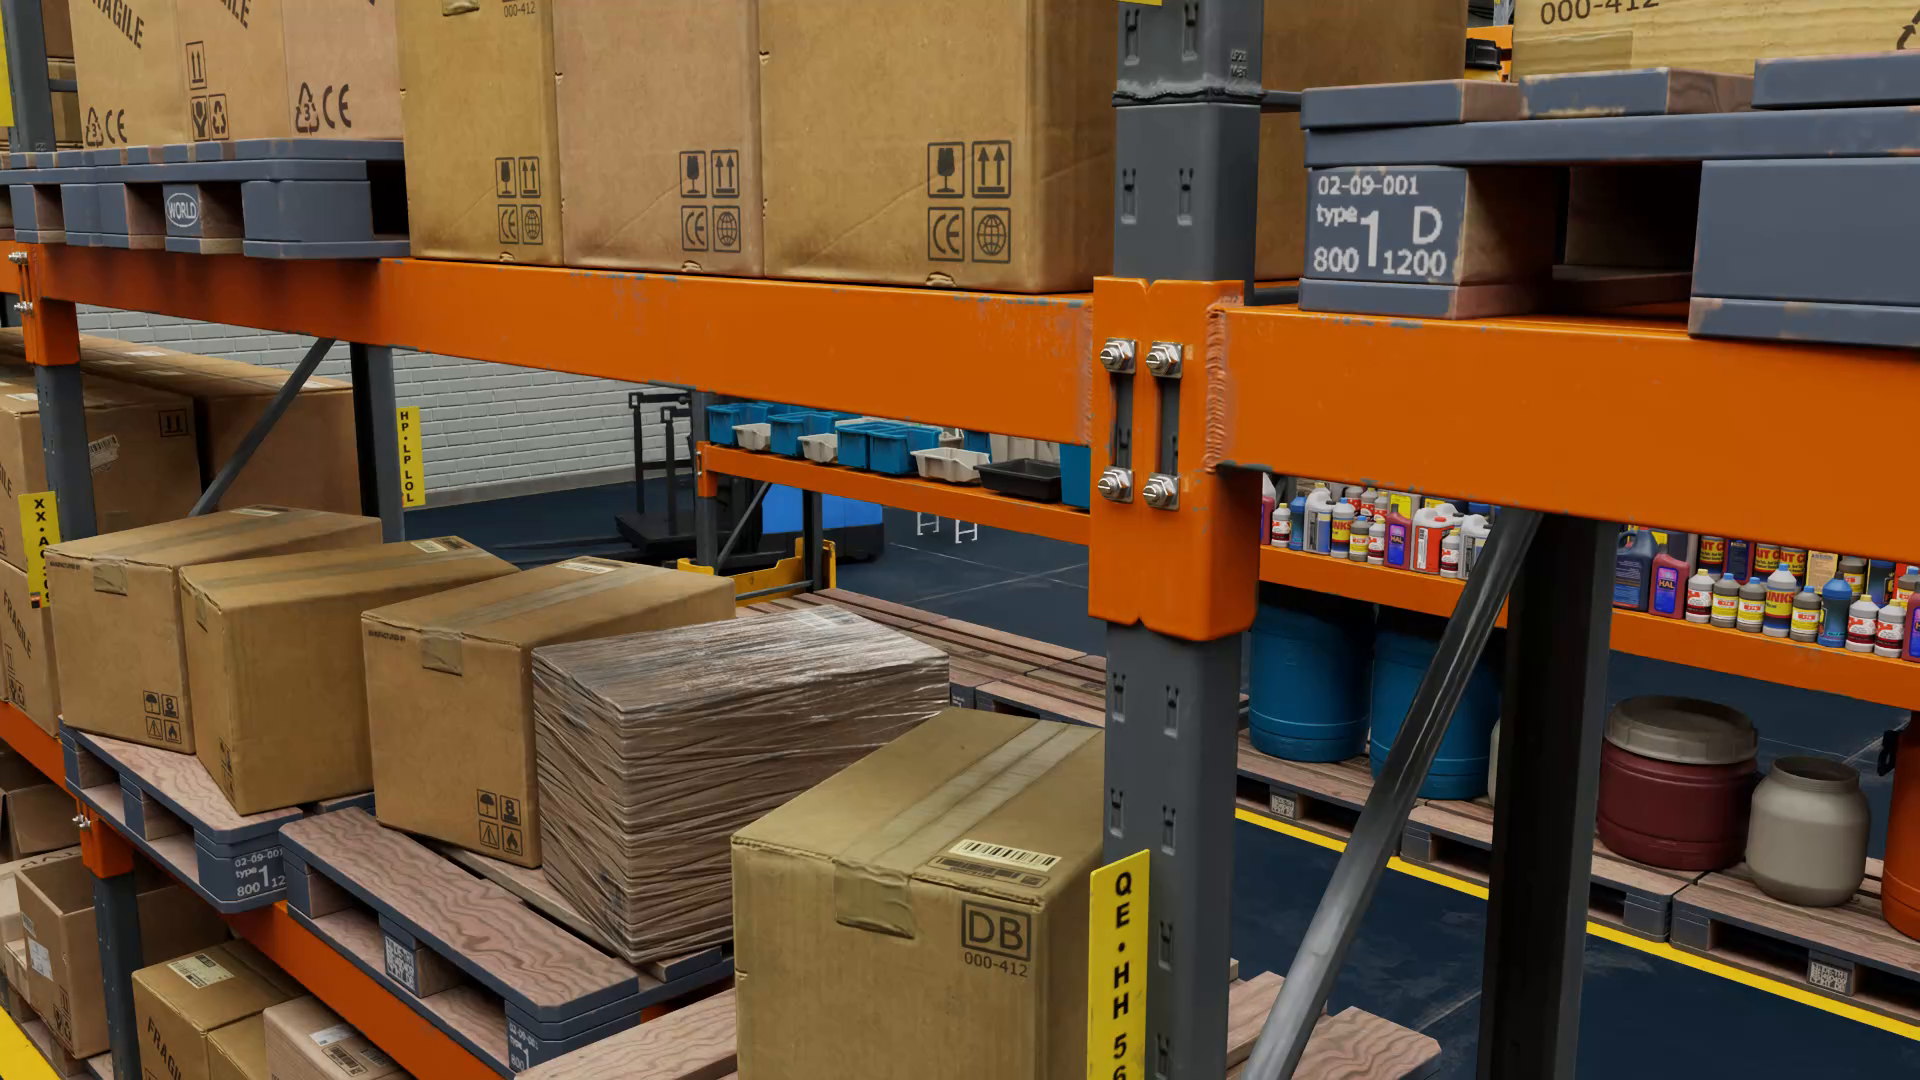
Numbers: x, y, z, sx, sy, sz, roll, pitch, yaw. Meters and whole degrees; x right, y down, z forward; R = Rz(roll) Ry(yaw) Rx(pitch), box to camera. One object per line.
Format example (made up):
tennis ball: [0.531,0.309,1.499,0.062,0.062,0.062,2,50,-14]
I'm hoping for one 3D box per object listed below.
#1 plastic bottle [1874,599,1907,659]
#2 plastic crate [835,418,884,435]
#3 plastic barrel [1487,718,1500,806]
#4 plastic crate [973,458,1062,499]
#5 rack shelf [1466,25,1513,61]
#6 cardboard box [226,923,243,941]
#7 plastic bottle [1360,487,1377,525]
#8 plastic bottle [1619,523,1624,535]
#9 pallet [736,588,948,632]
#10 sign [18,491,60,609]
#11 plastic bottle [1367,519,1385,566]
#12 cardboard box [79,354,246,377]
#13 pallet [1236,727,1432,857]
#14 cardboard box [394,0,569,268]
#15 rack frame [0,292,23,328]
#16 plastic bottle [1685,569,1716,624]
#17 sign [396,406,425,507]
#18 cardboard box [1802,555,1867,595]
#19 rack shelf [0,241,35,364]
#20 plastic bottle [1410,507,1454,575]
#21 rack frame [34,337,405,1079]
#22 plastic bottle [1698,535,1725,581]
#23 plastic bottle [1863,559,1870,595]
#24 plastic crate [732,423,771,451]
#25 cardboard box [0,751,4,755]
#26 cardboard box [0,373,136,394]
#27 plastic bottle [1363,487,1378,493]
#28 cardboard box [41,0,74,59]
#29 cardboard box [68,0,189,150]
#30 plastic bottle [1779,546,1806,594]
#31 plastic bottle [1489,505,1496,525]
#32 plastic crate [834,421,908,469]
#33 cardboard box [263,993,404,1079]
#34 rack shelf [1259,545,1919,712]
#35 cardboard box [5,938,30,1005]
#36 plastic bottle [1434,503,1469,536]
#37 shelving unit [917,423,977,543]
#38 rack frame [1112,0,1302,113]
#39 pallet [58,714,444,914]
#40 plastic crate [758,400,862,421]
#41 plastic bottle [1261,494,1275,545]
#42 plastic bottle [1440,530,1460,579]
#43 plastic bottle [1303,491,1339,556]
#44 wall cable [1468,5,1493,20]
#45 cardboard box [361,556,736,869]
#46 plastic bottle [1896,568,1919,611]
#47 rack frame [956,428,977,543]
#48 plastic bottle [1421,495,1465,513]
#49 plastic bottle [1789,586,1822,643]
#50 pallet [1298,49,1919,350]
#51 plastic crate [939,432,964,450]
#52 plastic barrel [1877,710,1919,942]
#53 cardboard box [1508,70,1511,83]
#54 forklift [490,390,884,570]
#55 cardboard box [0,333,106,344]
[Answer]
plastic bottle: [3.334,0.314,5.947,0.097,0.201,0.097,0,12,0]
plastic crate: [-0.683,-0.705,10.904,0.396,0.136,0.243,-11,16,-43]
plastic barrel: [2.563,0.978,7.355,0.421,0.512,0.421,0,12,0]
plastic crate: [0.418,-0.335,9.138,0.437,0.125,0.590,-11,16,-43]
rack shelf: [3.587,-3.687,12.779,1.077,0.370,4.000,-11,16,-43]
cardboard box: [-2.333,1.385,5.828,0.500,0.311,0.500,-11,16,-43]
plastic bottle: [2.040,-0.164,8.265,0.097,0.201,0.097,0,12,0]
plastic bottle: [2.893,-0.018,7.382,0.097,0.271,0.097,0,12,0]
pallet: [-0.835,0.593,11.009,1.003,0.211,1.213,-11,16,-43]
sign: [-2.587,0.028,4.697,0.100,0.325,0.005,-11,16,-43]
plastic bottle: [1.877,0.006,7.442,0.097,0.201,0.097,0,12,0]
cardboard box: [-3.033,-0.422,6.300,0.500,0.500,0.500,11,16,43]
pallet: [1.888,1.170,8.211,1.003,0.211,1.213,-11,16,-43]
cardboard box: [-0.474,-0.769,3.027,0.910,0.500,0.500,-11,16,-43]
rack frame: [-4.962,-0.209,7.991,1.000,3.000,0.127,-11,16,-43]
plastic bottle: [2.864,0.214,6.430,0.097,0.201,0.097,0,12,0]
sign: [-1.801,-0.270,5.418,0.100,0.325,0.005,-11,16,-43]
cardboard box: [6.042,0.051,10.955,0.875,0.875,1.225,11,16,43]
rack shelf: [-3.581,-1.034,6.344,1.077,0.370,4.000,-11,16,-43]
plastic bottle: [2.069,0.002,7.276,0.152,0.276,0.135,-11,16,-43]
rack frame: [-2.199,0.375,5.157,1.000,3.000,0.127,-11,16,-43]
plastic bottle: [3.225,0.035,7.128,0.097,0.271,0.097,0,12,0]
plastic bottle: [3.704,0.125,6.662,0.061,0.283,0.133,-11,16,-43]
plastic crate: [-1.283,-0.658,10.678,0.250,0.136,0.298,-11,16,-43]
cardboard box: [-4.446,1.114,7.292,0.500,0.250,0.500,-11,16,-43]
cardboard box: [-3.092,-0.276,5.590,0.500,0.500,0.500,-11,16,-44]
plastic bottle: [2.084,-0.218,8.323,0.061,0.283,0.133,-11,16,-43]
cardboard box: [-2.563,-1.698,5.062,0.700,0.500,0.500,-11,16,-43]
cardboard box: [-1.905,-1.314,4.385,0.600,0.600,0.600,10,15,40]
plastic bottle: [3.452,0.083,6.896,0.097,0.271,0.097,0,12,0]
plastic bottle: [2.492,-0.114,7.841,0.152,0.276,0.135,-11,16,-43]
plastic crate: [-0.535,-0.572,10.019,0.416,0.233,0.300,-11,16,-43]
cardboard box: [-1.351,1.267,4.073,0.500,0.250,0.500,-11,16,-42]
rack shelf: [2.767,0.330,7.161,1.077,0.370,4.000,-11,16,-43]
cardboard box: [-3.100,1.466,5.837,0.380,0.149,0.250,-11,16,-43]
plastic bottle: [2.179,-0.019,7.379,0.152,0.276,0.135,-11,16,-43]
shelving unit: [-0.114,-0.612,14.408,0.258,1.200,0.503,-11,16,-43]
rack frame: [0.563,-1.979,1.718,1.000,3.000,0.127,-11,16,-43]
pallet: [-1.727,0.601,4.537,1.003,0.211,1.213,-11,16,-43]
plastic crate: [-1.010,-0.922,11.218,0.616,0.435,0.499,-11,16,-43]
plastic bottle: [1.422,-0.125,7.874,0.061,0.283,0.133,-11,16,-43]
plastic bottle: [2.130,0.059,7.183,0.097,0.201,0.097,0,12,0]
plastic bottle: [1.682,-0.080,7.673,0.152,0.276,0.135,-11,16,-43]
wall cable: [7.828,-7.204,26.985,2.988,3.039,0.133,-11,16,-43]
cardboard box: [-0.935,0.370,3.895,0.500,0.500,0.700,7,14,31]
plastic bottle: [3.686,0.211,6.447,0.097,0.201,0.097,0,12,0]
rack frame: [0.054,-0.576,14.235,0.240,1.200,0.015,-11,16,-43]
plastic bottle: [2.281,-0.155,7.852,0.144,0.351,0.185,-11,16,-43]
plastic bottle: [3.133,0.271,6.154,0.097,0.201,0.097,0,12,0]
pallet: [1.096,-0.331,1.620,1.213,0.211,1.003,-10,15,-40]
plastic crate: [-0.065,-0.583,10.311,0.298,0.136,0.250,-11,16,-43]
plastic barrel: [3.798,1.057,6.183,0.600,0.830,0.708,-11,16,-43]
cardboard box: [4.323,-3.283,12.085,0.500,0.250,0.500,10,16,41]
forklift: [-2.179,-1.234,13.136,3.031,2.935,1.130,-5,13,-24]
cardboard box: [-4.106,-0.647,7.393,0.500,0.500,0.500,-10,16,-41]
